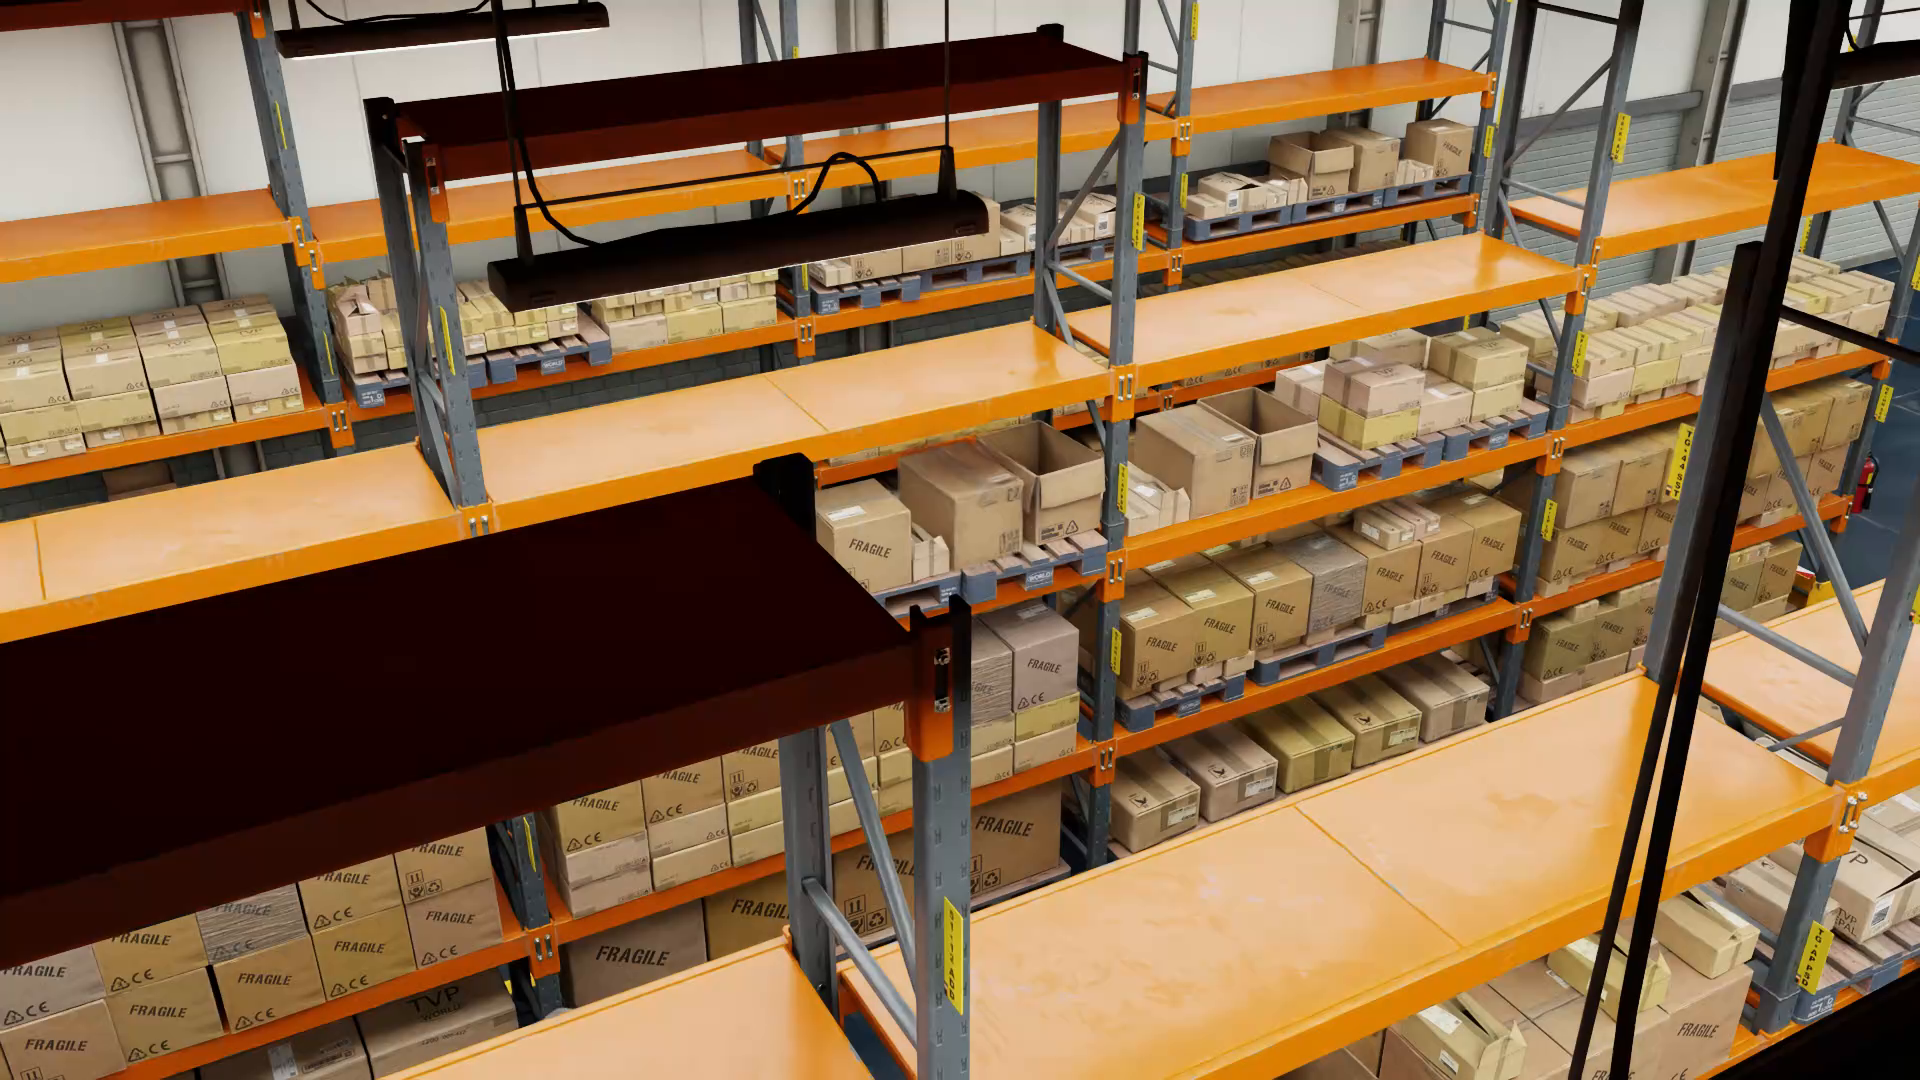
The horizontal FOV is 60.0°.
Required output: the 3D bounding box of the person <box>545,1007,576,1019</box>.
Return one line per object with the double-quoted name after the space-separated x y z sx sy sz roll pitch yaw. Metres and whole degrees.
-2.047 3.237 9.146 0.527 1.737 0.378 6 28 10 "person"
